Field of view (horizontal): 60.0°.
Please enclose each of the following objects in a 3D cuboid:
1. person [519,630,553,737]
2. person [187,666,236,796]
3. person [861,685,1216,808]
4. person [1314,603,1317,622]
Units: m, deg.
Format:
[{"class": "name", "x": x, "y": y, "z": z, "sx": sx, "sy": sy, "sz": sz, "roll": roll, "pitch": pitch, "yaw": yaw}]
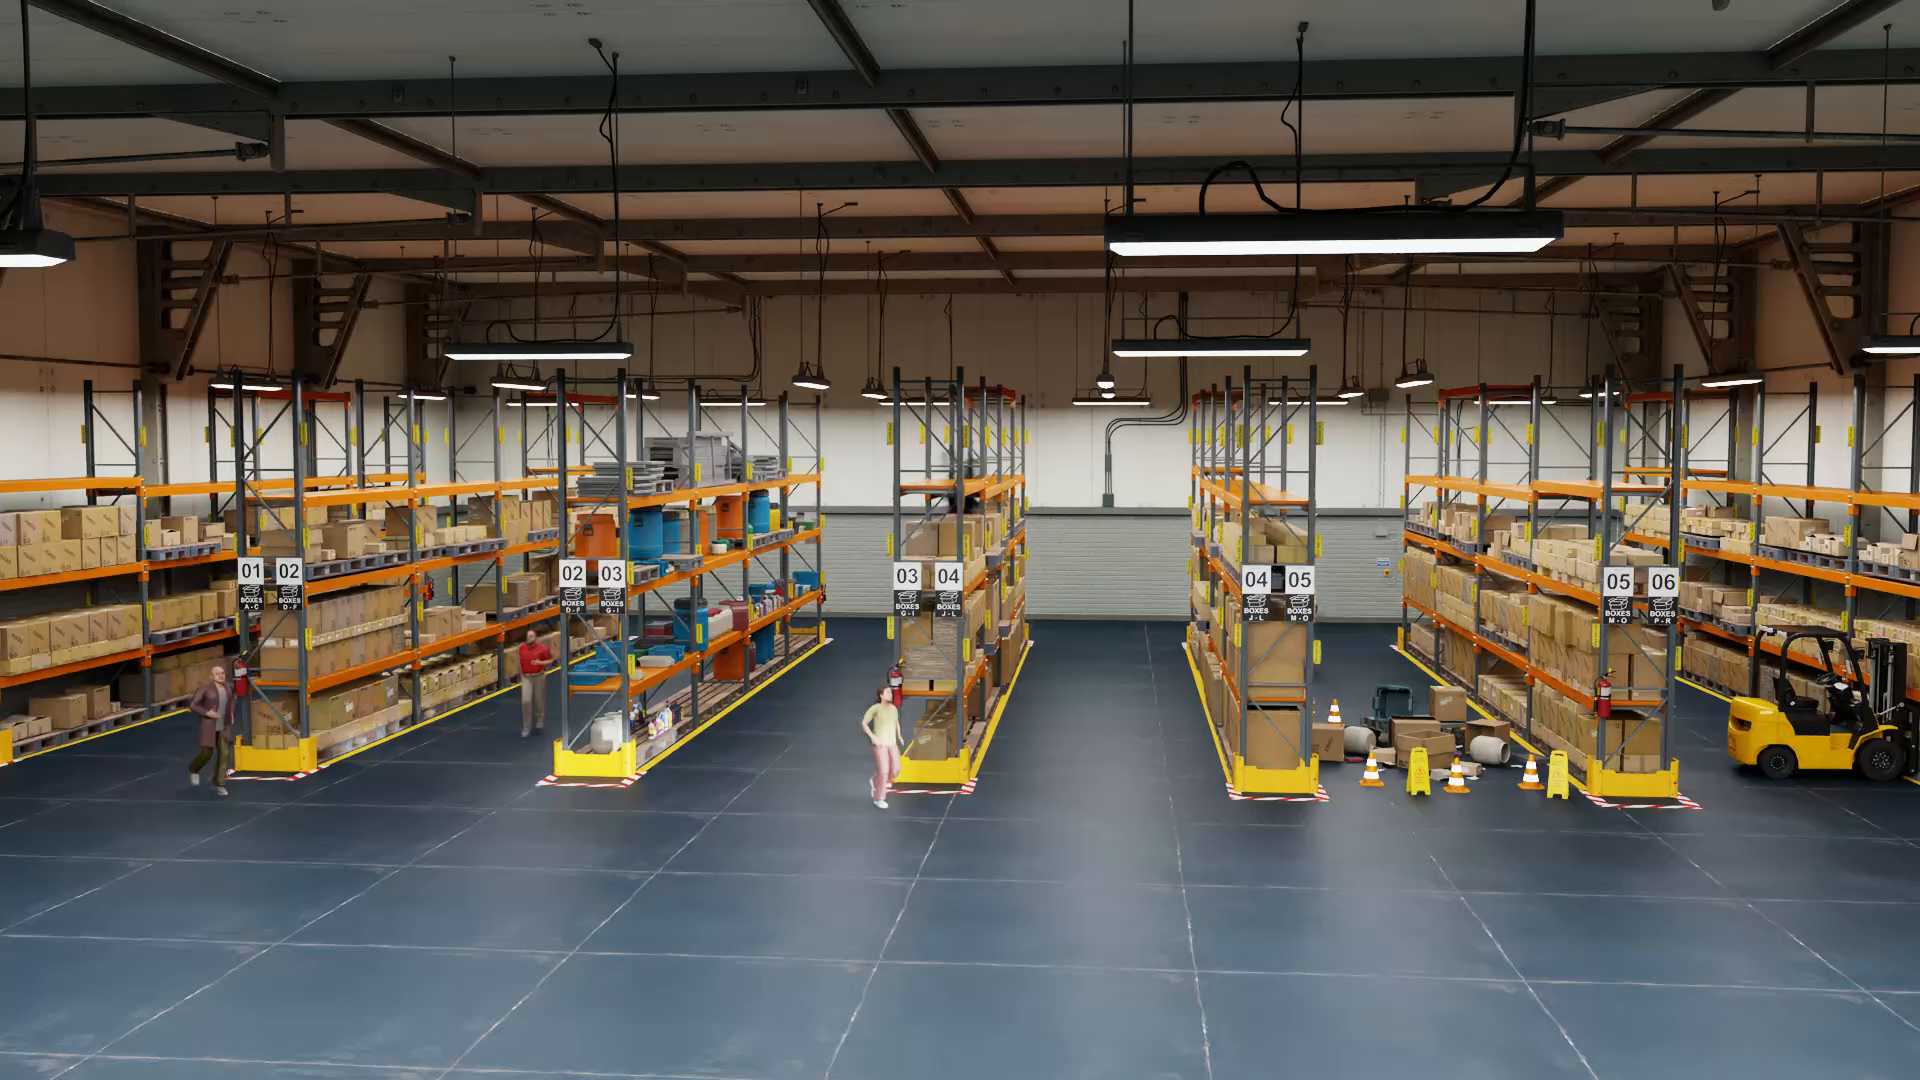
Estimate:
[{"class": "person", "x": -7.179, "y": 2.410, "z": 28.128, "sx": 0.629, "sy": 1.803, "sz": 0.811, "roll": 0, "pitch": 4, "yaw": -1}, {"class": "person", "x": -10.520, "y": 2.668, "z": 23.484, "sx": 0.933, "sy": 1.783, "sz": 0.720, "roll": 3, "pitch": 5, "yaw": 41}, {"class": "person", "x": 1.789, "y": 2.514, "z": 27.152, "sx": 10.516, "sy": 1.638, "sz": 4.362, "roll": -3, "pitch": 4, "yaw": -36}, {"class": "person", "x": 7.465, "y": 1.806, "z": 36.558, "sx": 0.683, "sy": 1.768, "sz": 1.002, "roll": 0, "pitch": 4, "yaw": -3}]
